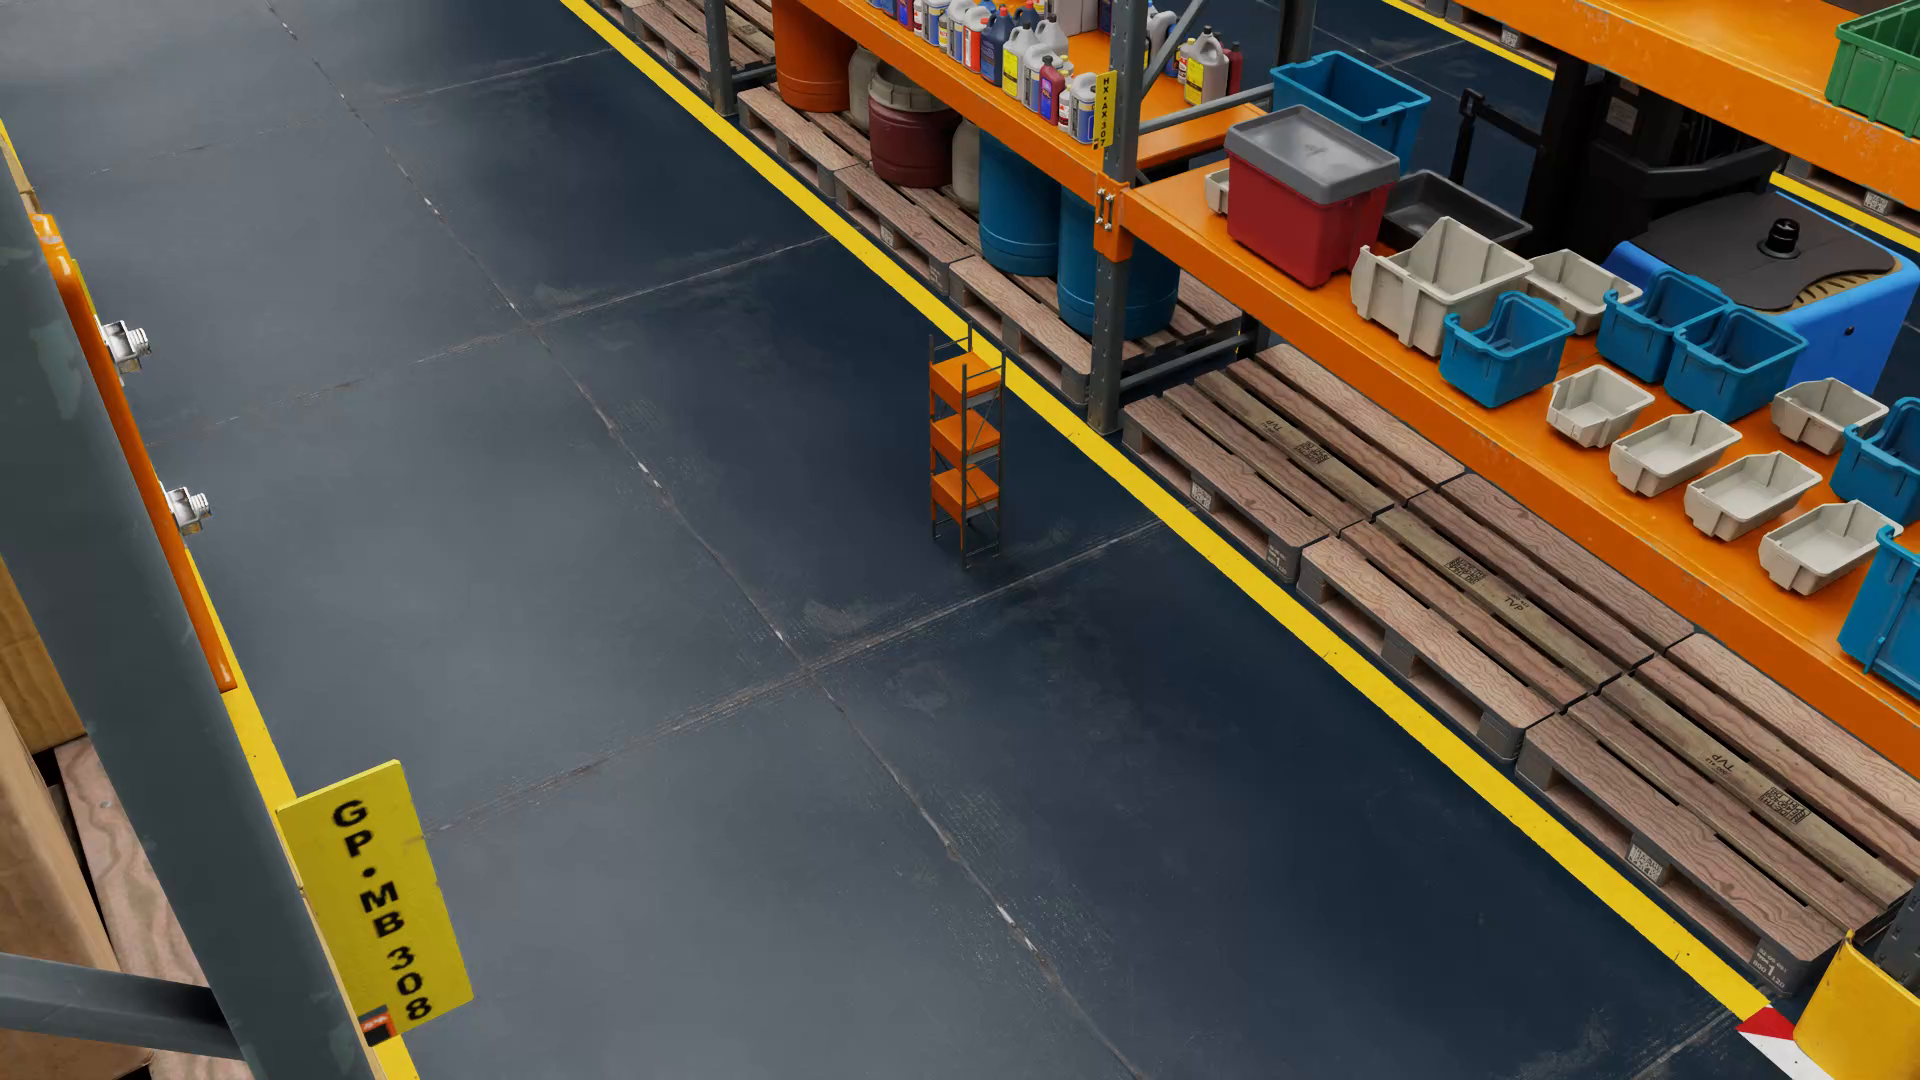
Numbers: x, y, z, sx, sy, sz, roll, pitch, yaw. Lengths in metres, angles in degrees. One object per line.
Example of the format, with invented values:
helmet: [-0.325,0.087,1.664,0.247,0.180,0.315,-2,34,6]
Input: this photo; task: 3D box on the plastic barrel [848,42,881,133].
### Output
plastic barrel: [-0.438,-2.669,9.725,0.421,0.512,0.421,0,40,0]

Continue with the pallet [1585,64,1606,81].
pallet: [4.765,-2.895,10.559,1.003,0.211,1.213,-22,45,-24]

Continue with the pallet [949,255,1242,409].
pallet: [0.676,-1.196,8.521,1.003,0.211,1.213,-22,45,-24]

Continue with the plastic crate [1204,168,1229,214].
plastic crate: [1.186,-1.458,6.816,0.396,0.136,0.243,-22,45,-24]

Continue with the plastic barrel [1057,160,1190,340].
plastic barrel: [0.778,-1.492,8.008,0.600,0.901,0.708,-22,45,-24]

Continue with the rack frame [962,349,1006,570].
rack frame: [0.094,-0.309,6.800,0.200,1.050,0.008,-22,45,-24]

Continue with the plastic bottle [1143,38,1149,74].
plastic bottle: [0.837,-2.286,7.805,0.097,0.201,0.097,0,40,0]

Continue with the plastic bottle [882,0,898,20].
plastic bottle: [-0.306,-2.796,8.301,0.144,0.351,0.185,-22,45,-24]

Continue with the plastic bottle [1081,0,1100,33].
plastic bottle: [0.631,-2.670,8.208,0.152,0.276,0.135,-22,45,-24]

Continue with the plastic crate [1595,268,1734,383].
plastic crate: [2.482,-0.756,5.898,0.416,0.233,0.300,-22,45,-24]

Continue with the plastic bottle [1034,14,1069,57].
plastic bottle: [0.408,-2.251,7.647,0.144,0.351,0.185,-22,45,-24]

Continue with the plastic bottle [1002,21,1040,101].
plastic bottle: [0.286,-2.201,7.587,0.144,0.351,0.185,-22,45,-24]

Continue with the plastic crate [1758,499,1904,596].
plastic crate: [2.616,0.023,5.039,0.396,0.136,0.243,-22,45,-24]

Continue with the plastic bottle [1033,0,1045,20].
plastic bottle: [0.411,-2.713,8.318,0.097,0.201,0.097,0,40,0]

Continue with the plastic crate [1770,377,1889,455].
plastic crate: [2.884,-0.414,5.563,0.250,0.136,0.298,-22,45,-24]

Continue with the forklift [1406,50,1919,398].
forklift: [2.907,-2.126,7.511,1.130,2.935,3.031,-19,43,-22]

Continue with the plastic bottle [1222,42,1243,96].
plastic bottle: [1.219,-2.137,7.562,0.061,0.283,0.133,-22,45,-24]

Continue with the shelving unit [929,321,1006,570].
shelving unit: [0.029,-0.374,6.879,0.215,1.050,0.252,-22,45,-24]

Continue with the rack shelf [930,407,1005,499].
rack shelf: [0.029,-0.366,6.886,0.215,0.259,0.240,-22,45,-24]

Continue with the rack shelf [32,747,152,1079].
rack shelf: [-2.044,0.072,3.040,1.077,0.370,4.000,-22,45,-24]

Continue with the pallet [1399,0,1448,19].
pallet: [3.453,-4.212,12.139,1.003,0.211,1.213,-22,45,-24]

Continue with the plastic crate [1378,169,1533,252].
plastic crate: [1.885,-1.243,6.566,0.437,0.125,0.590,-22,45,-24]

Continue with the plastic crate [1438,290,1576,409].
plastic crate: [1.887,-0.657,5.779,0.416,0.233,0.300,-22,45,-24]

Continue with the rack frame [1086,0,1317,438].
rack frame: [1.056,-1.837,7.111,1.000,3.000,0.127,-22,45,-24]

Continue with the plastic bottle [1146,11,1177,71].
plastic bottle: [0.932,-2.368,7.845,0.152,0.276,0.135,-22,45,-24]

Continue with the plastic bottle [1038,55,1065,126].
plastic bottle: [0.409,-2.003,7.401,0.061,0.283,0.133,-22,45,-24]

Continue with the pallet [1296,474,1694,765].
pallet: [2.144,0.277,6.753,1.003,0.211,1.213,-22,45,-24]

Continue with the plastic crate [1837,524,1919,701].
plastic crate: [2.869,0.169,4.629,0.616,0.435,0.499,-22,45,-24]

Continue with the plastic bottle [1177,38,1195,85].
plastic bottle: [1.070,-2.233,7.742,0.097,0.201,0.097,0,40,0]

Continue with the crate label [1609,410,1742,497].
crate label: [2.302,-0.281,5.403,0.396,0.136,0.243,-22,45,-24]

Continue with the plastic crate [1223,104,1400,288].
plastic crate: [1.325,-1.316,6.390,0.402,0.464,0.583,-22,45,-24]

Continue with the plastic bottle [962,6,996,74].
plastic bottle: [0.104,-2.360,7.836,0.152,0.276,0.135,-22,45,-24]

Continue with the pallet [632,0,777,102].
pallet: [-1.478,-3.356,11.113,1.003,0.211,1.213,-22,45,-24]

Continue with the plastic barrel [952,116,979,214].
plastic barrel: [0.169,-2.060,8.994,0.421,0.512,0.421,0,40,0]

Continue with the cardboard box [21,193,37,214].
cardboard box: [-4.444,-0.773,7.166,1.225,0.875,0.875,-22,45,-24]

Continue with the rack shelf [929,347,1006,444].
rack shelf: [0.029,-0.584,6.704,0.215,0.259,0.240,-22,45,-24]

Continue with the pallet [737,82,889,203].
pallet: [-0.636,-2.513,10.101,1.003,0.211,1.213,-22,45,-24]

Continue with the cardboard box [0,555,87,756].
cardboard box: [-1.495,0.029,2.045,0.700,0.500,0.500,-24,45,-26]

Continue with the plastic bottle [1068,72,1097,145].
plastic bottle: [0.572,-1.891,7.273,0.152,0.276,0.135,-22,45,-24]

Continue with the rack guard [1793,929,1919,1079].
rack guard: [3.231,1.291,5.310,1.175,0.500,0.348,-22,45,-24]

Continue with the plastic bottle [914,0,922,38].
plastic bottle: [-0.178,-2.582,8.161,0.097,0.201,0.097,0,40,0]

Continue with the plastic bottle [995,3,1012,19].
plastic bottle: [0.199,-2.411,7.901,0.097,0.271,0.097,0,40,0]

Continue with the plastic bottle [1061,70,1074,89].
plastic bottle: [0.466,-2.008,7.472,0.097,0.201,0.097,0,40,0]

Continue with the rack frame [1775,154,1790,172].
rack frame: [5.235,-3.540,9.155,1.000,3.000,0.127,-22,45,-24]

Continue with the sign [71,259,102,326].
sign: [-2.653,-0.687,4.993,0.100,0.325,0.005,-22,45,-24]

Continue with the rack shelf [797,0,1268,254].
rack shelf: [-0.019,-2.640,8.637,1.077,0.370,4.000,-22,45,-24]

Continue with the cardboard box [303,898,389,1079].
cardboard box: [-1.268,1.060,2.933,0.500,0.500,0.500,-23,45,-25]

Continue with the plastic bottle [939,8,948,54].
plastic bottle: [-0.054,-2.457,8.011,0.097,0.201,0.097,0,40,0]
